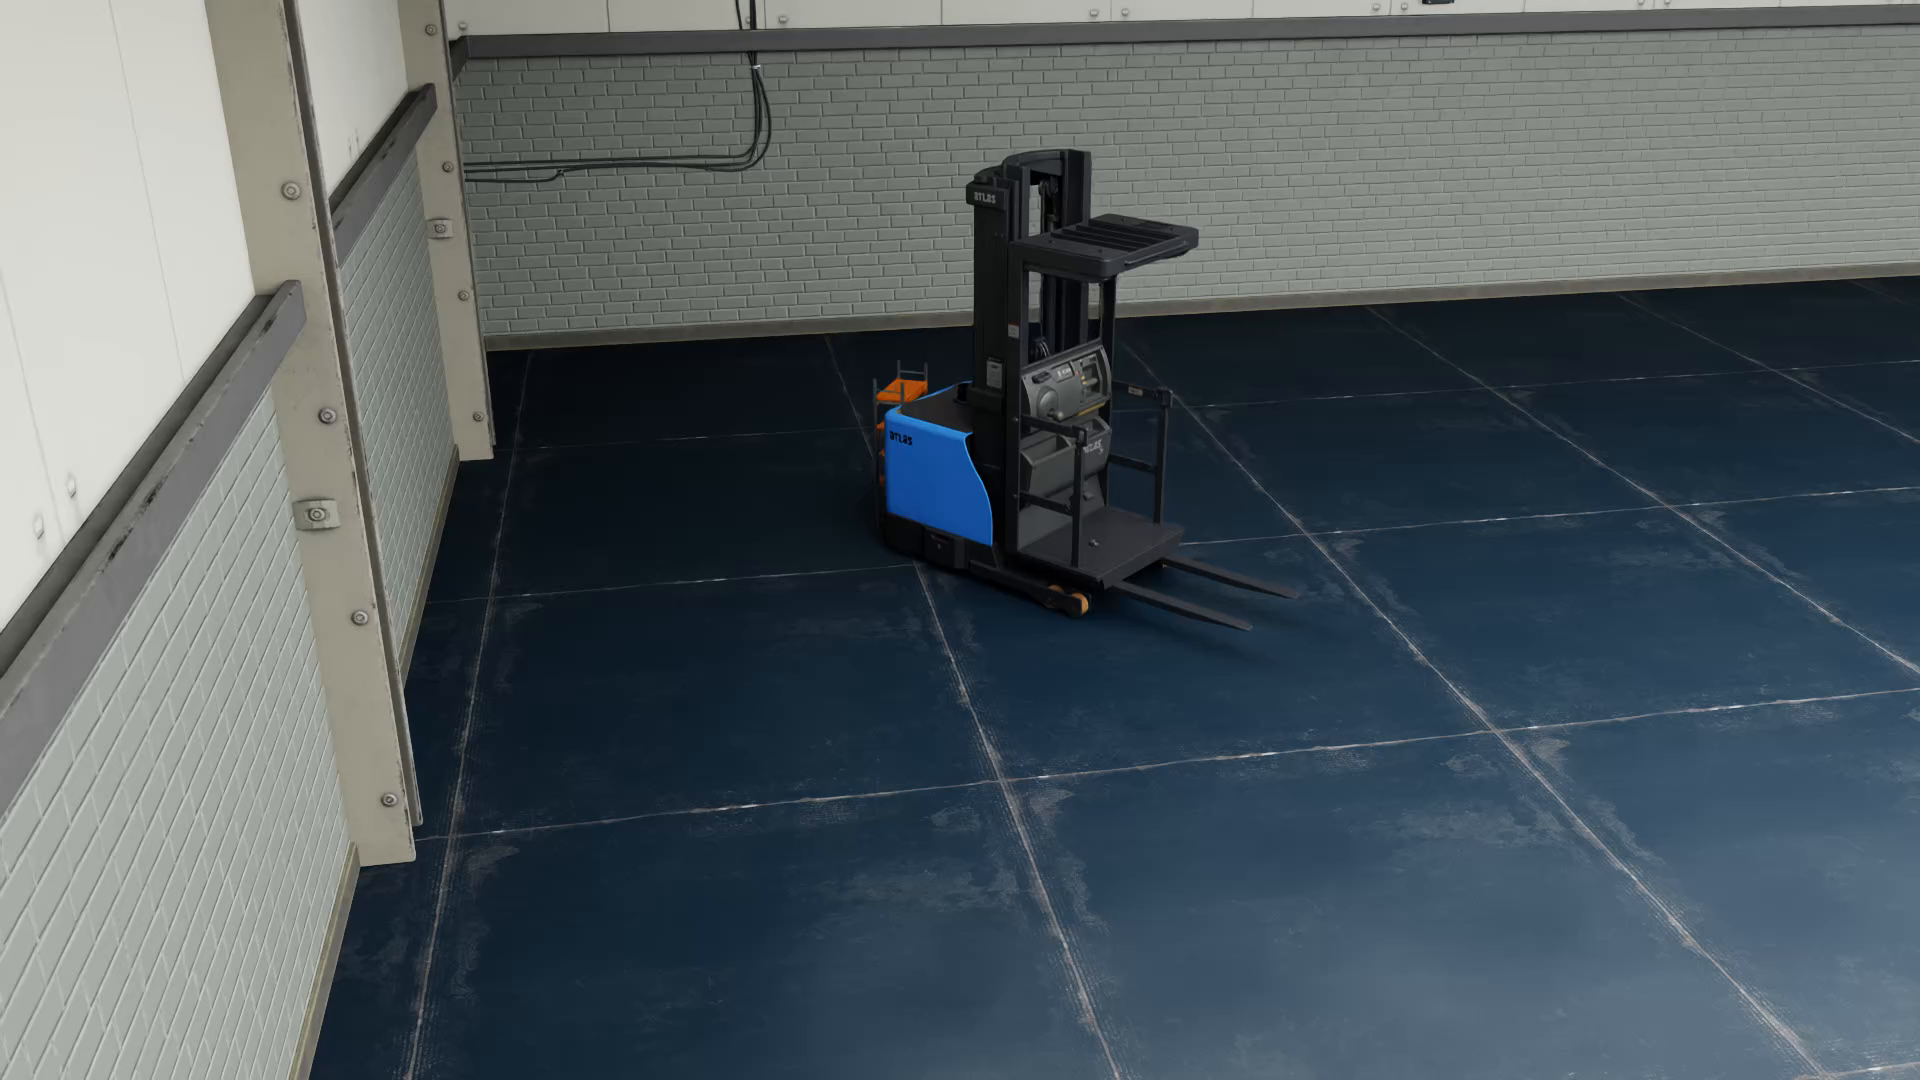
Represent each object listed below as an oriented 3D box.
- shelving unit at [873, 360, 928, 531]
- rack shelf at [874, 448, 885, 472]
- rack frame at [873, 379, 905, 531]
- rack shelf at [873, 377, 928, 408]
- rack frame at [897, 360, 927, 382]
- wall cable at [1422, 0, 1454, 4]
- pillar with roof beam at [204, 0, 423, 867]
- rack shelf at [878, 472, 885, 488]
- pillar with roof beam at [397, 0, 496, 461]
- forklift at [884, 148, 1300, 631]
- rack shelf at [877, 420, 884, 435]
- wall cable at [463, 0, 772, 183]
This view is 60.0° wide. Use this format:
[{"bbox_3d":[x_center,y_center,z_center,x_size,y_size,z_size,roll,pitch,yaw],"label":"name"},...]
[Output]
[{"bbox_3d":[-0.443,-0.708,12.614,0.258,1.200,0.503,8,25,17],"label":"shelving unit"},{"bbox_3d":[-0.443,-0.646,12.641,0.258,0.148,0.480,8,25,17],"label":"rack shelf"},{"bbox_3d":[-0.522,-0.615,12.403,0.240,1.200,0.015,8,25,17],"label":"rack frame"},{"bbox_3d":[-0.443,-1.068,12.457,0.258,0.148,0.480,8,25,17],"label":"rack shelf"},{"bbox_3d":[-0.363,-0.800,12.825,0.240,1.200,0.015,8,25,17],"label":"rack frame"},{"bbox_3d":[5.949,-8.390,16.211,2.305,6.003,0.169,-4,24,-10],"label":"wall cable"},{"bbox_3d":[1.202,-2.837,7.745,9.100,9.000,0.400,-4,24,-10],"label":"pillar with roof beam"},{"bbox_3d":[-0.443,-0.464,12.720,0.258,0.148,0.480,8,25,17],"label":"rack shelf"},{"bbox_3d":[0.092,-5.197,13.149,9.100,9.000,0.400,-4,24,-10],"label":"pillar with roof beam"},{"bbox_3d":[0.894,-1.055,11.246,3.031,2.935,1.130,18,30,36],"label":"forklift"},{"bbox_3d":[-0.443,-0.851,12.551,0.258,0.148,0.480,8,25,17],"label":"rack shelf"},{"bbox_3d":[-3.384,-4.712,15.918,3.097,2.526,0.112,-4,24,-10],"label":"wall cable"}]
